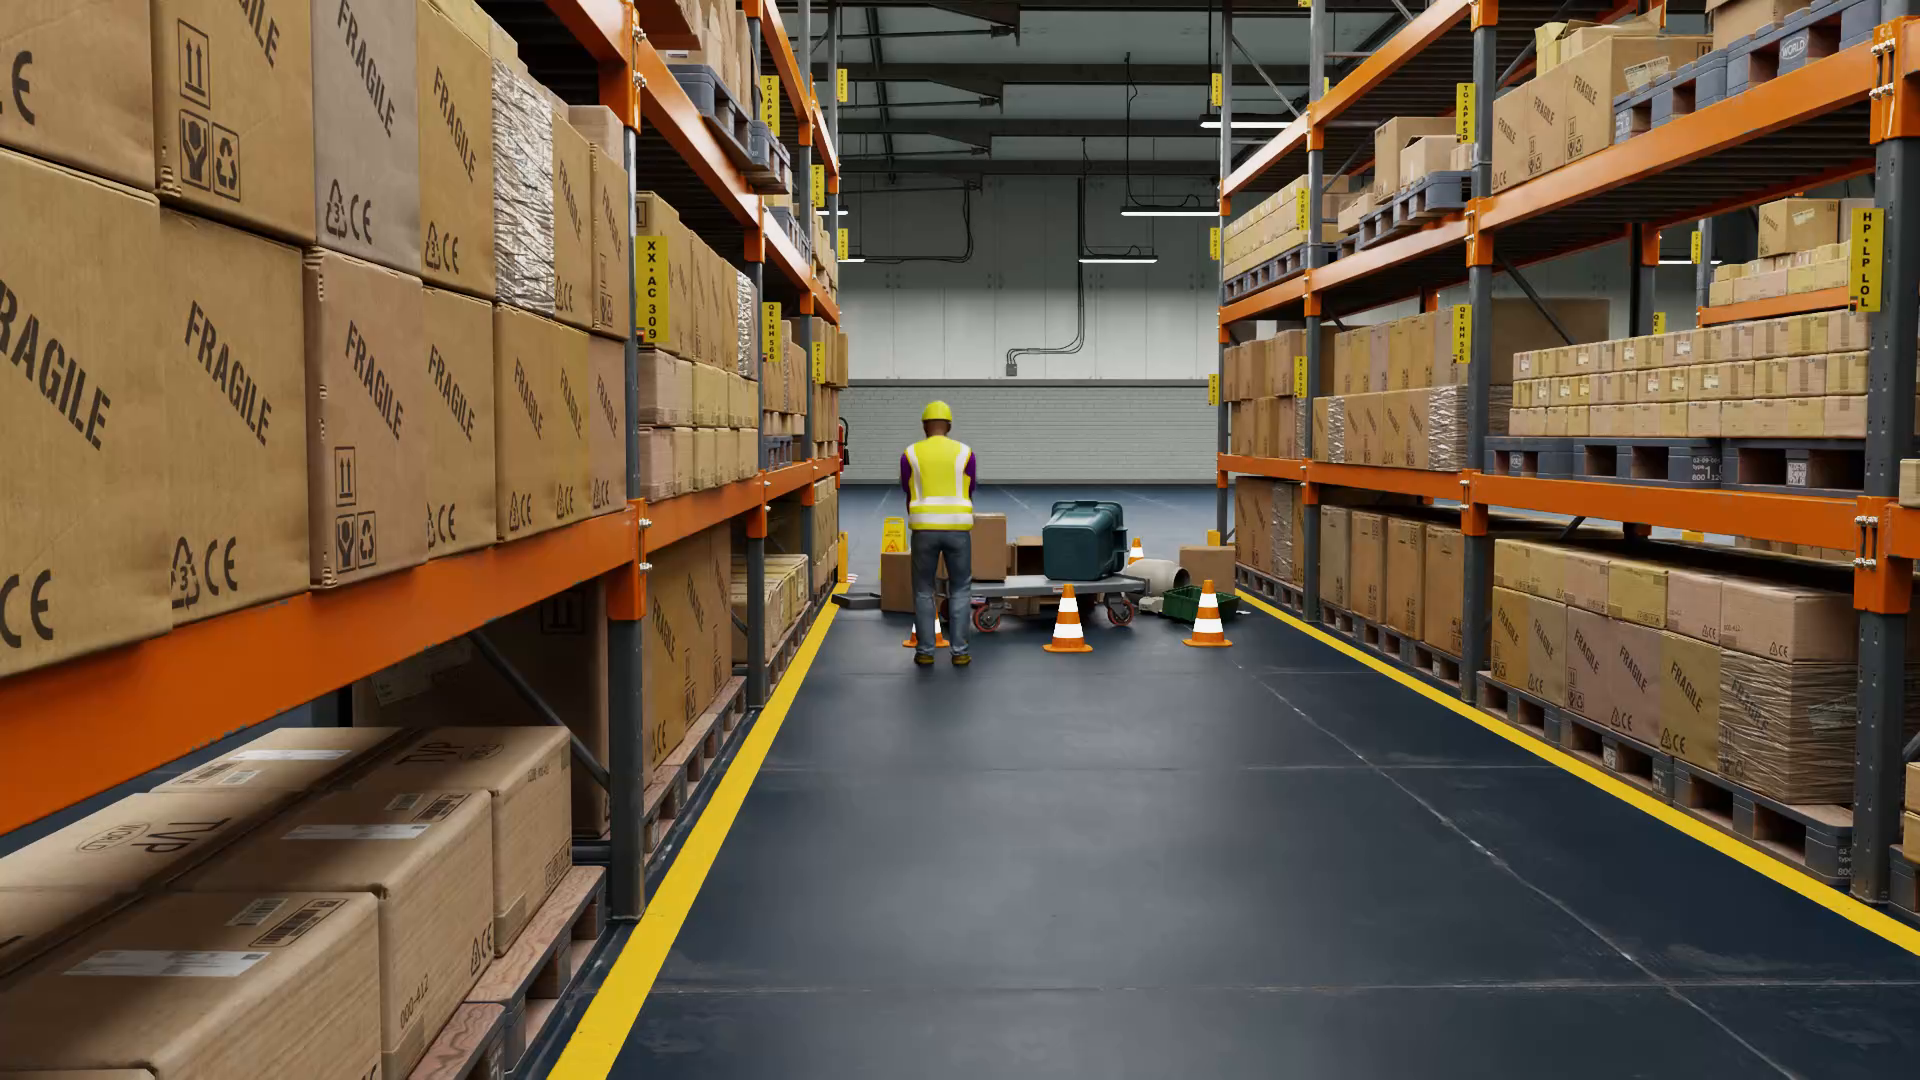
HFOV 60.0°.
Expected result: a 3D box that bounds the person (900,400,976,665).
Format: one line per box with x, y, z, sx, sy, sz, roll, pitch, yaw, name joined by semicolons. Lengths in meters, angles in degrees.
-0.147;-0.056;11.092;0.503;1.743;0.591;0;4;-2;person
